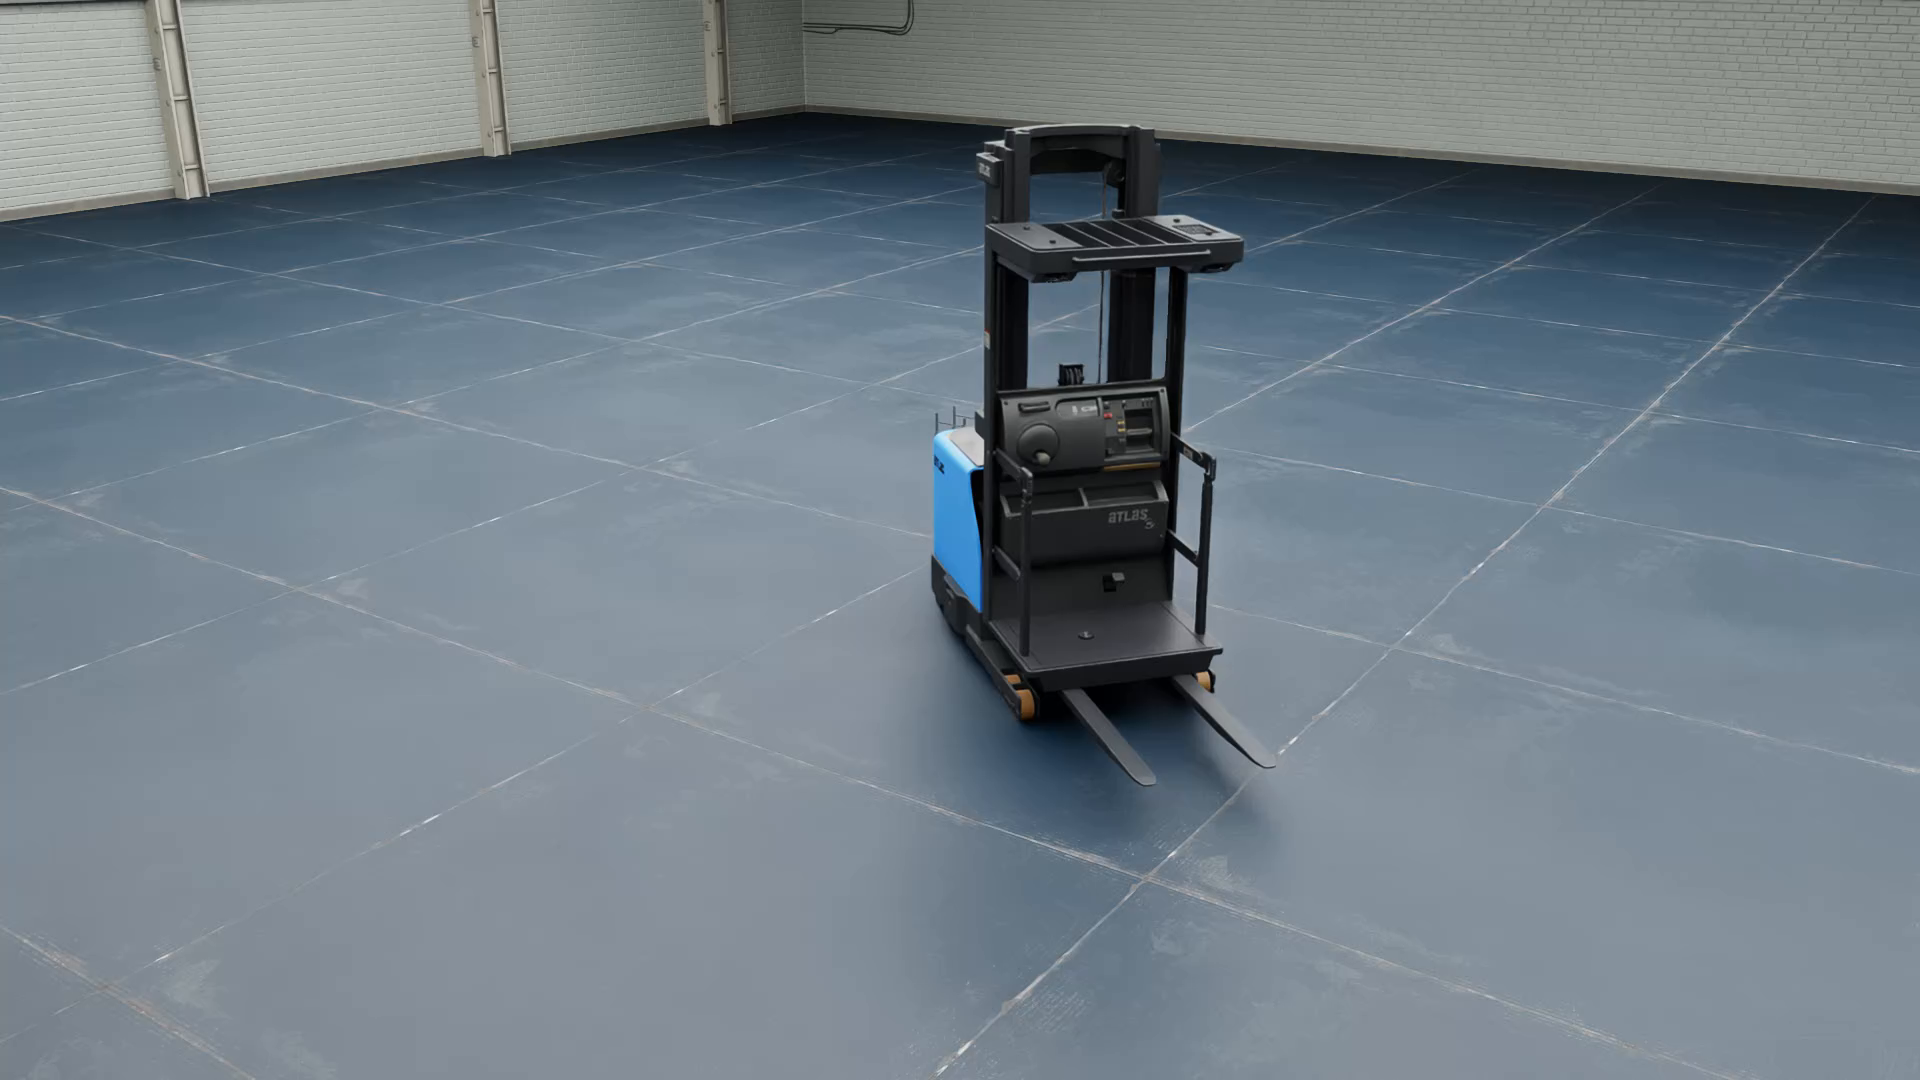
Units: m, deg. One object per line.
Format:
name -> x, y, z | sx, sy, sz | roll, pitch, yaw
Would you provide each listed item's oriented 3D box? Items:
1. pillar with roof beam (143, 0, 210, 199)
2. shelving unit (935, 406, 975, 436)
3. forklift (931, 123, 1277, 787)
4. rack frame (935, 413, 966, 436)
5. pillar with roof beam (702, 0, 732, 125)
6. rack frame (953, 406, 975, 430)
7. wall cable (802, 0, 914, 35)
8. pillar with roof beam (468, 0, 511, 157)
pillar with roof beam -> -8.198, -8.639, 21.649 | 9.100, 9.000, 0.400 | 13, 24, 32
shelving unit -> -0.005, -0.420, 11.103 | 0.258, 0.900, 0.210 | 13, 24, 32
forklift -> 0.731, -0.580, 8.607 | 1.130, 2.935, 3.031 | -6, 21, -15
rack frame -> -0.062, -0.391, 11.024 | 0.240, 0.900, 0.006 | 13, 24, 32
pillar with roof beam -> -1.453, -12.082, 30.957 | 9.100, 9.000, 0.400 | 13, 24, 32
rack frame -> 0.053, -0.449, 11.181 | 0.240, 0.900, 0.006 | 13, 24, 32
wall cable -> -2.263, -12.053, 35.353 | 3.097, 2.526, 0.112 | 13, 24, 32
pillar with roof beam -> -4.826, -10.360, 26.303 | 9.100, 9.000, 0.400 | 13, 24, 32
